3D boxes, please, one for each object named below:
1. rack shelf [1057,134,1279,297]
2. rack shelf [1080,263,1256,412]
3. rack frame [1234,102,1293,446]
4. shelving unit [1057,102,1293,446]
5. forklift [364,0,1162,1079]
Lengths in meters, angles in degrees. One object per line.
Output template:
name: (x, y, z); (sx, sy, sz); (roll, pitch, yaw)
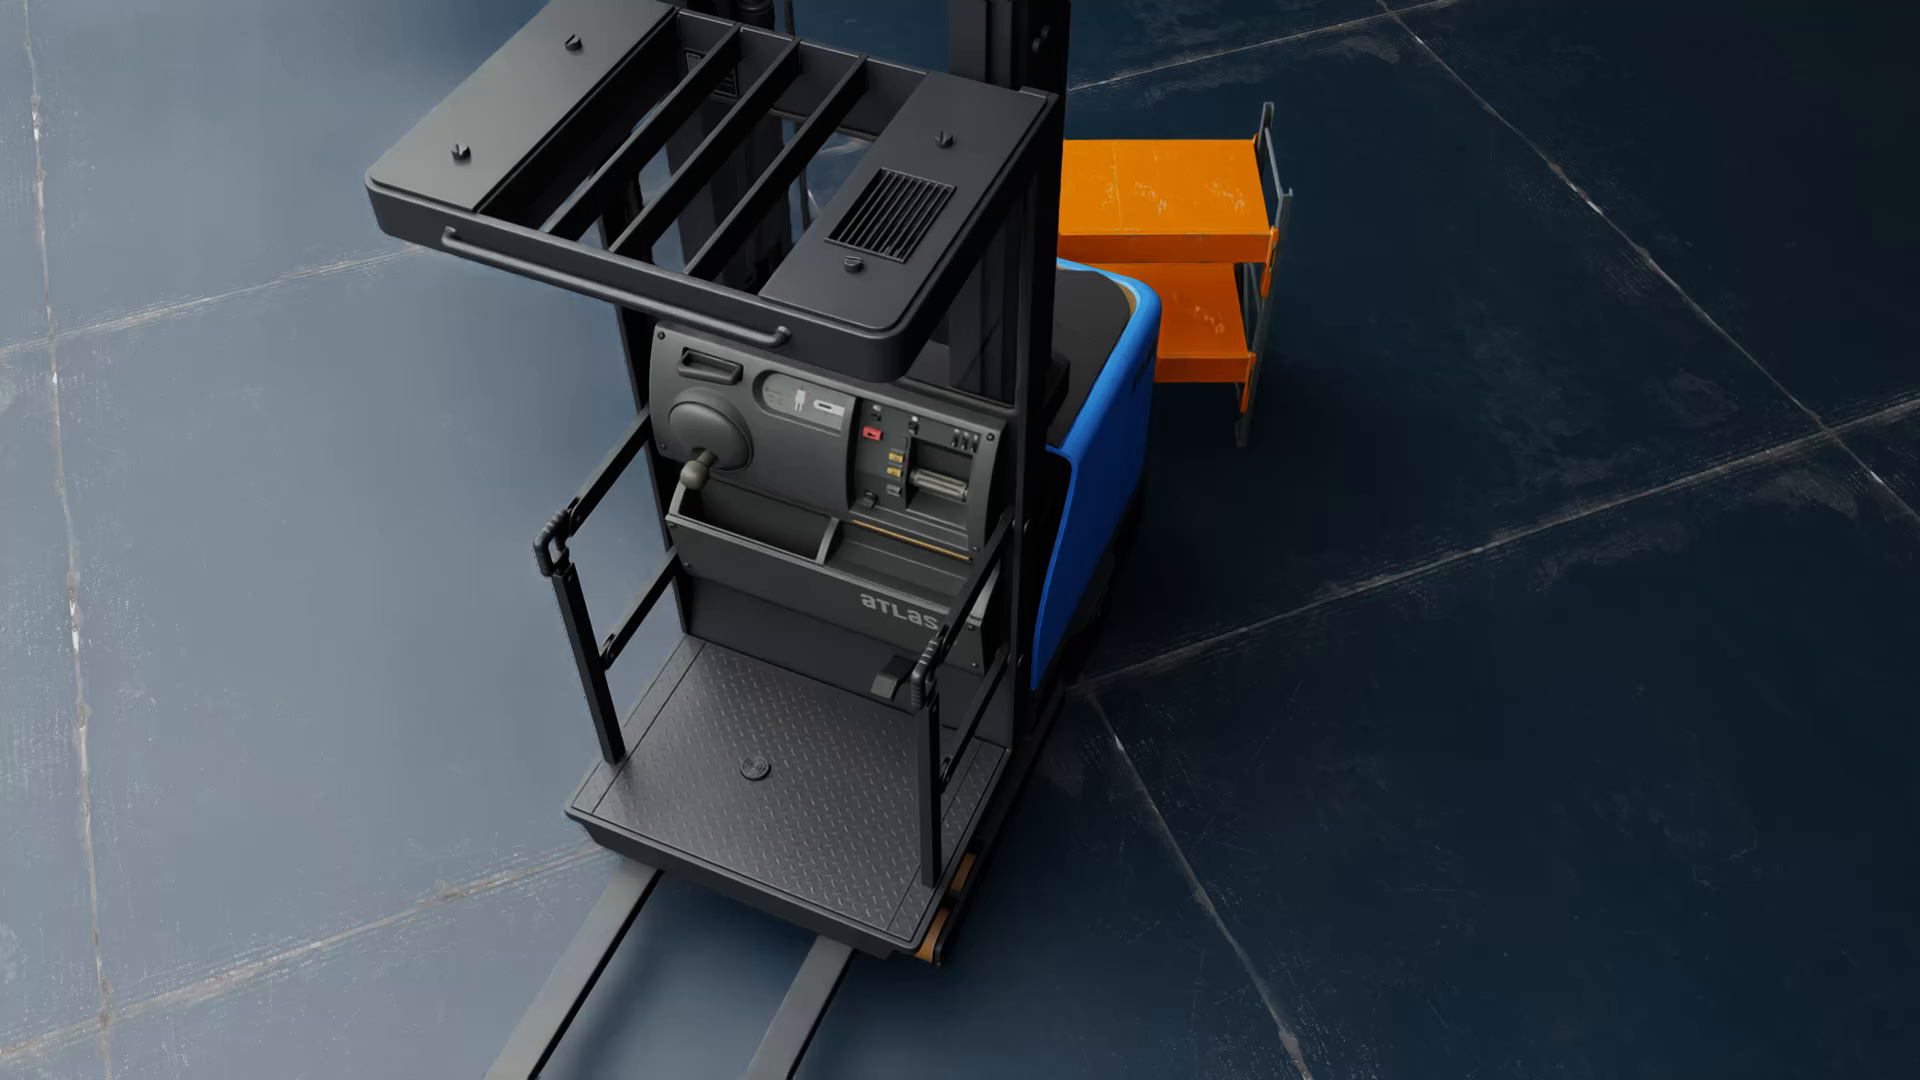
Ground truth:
rack shelf: (0.515, -1.087, 5.556); (1.000, 0.278, 0.538); (0, 49, 0)
rack shelf: (0.515, -0.737, 5.964); (1.000, 0.278, 0.538); (0, 49, 0)
rack frame: (1.024, -0.897, 5.779); (0.032, 1.125, 0.500); (0, 49, 0)
shelving unit: (0.515, -0.896, 5.778); (1.048, 1.125, 0.538); (0, 49, 0)
forklift: (-0.426, -0.140, 3.938); (1.130, 2.935, 3.031); (18, 52, 15)
